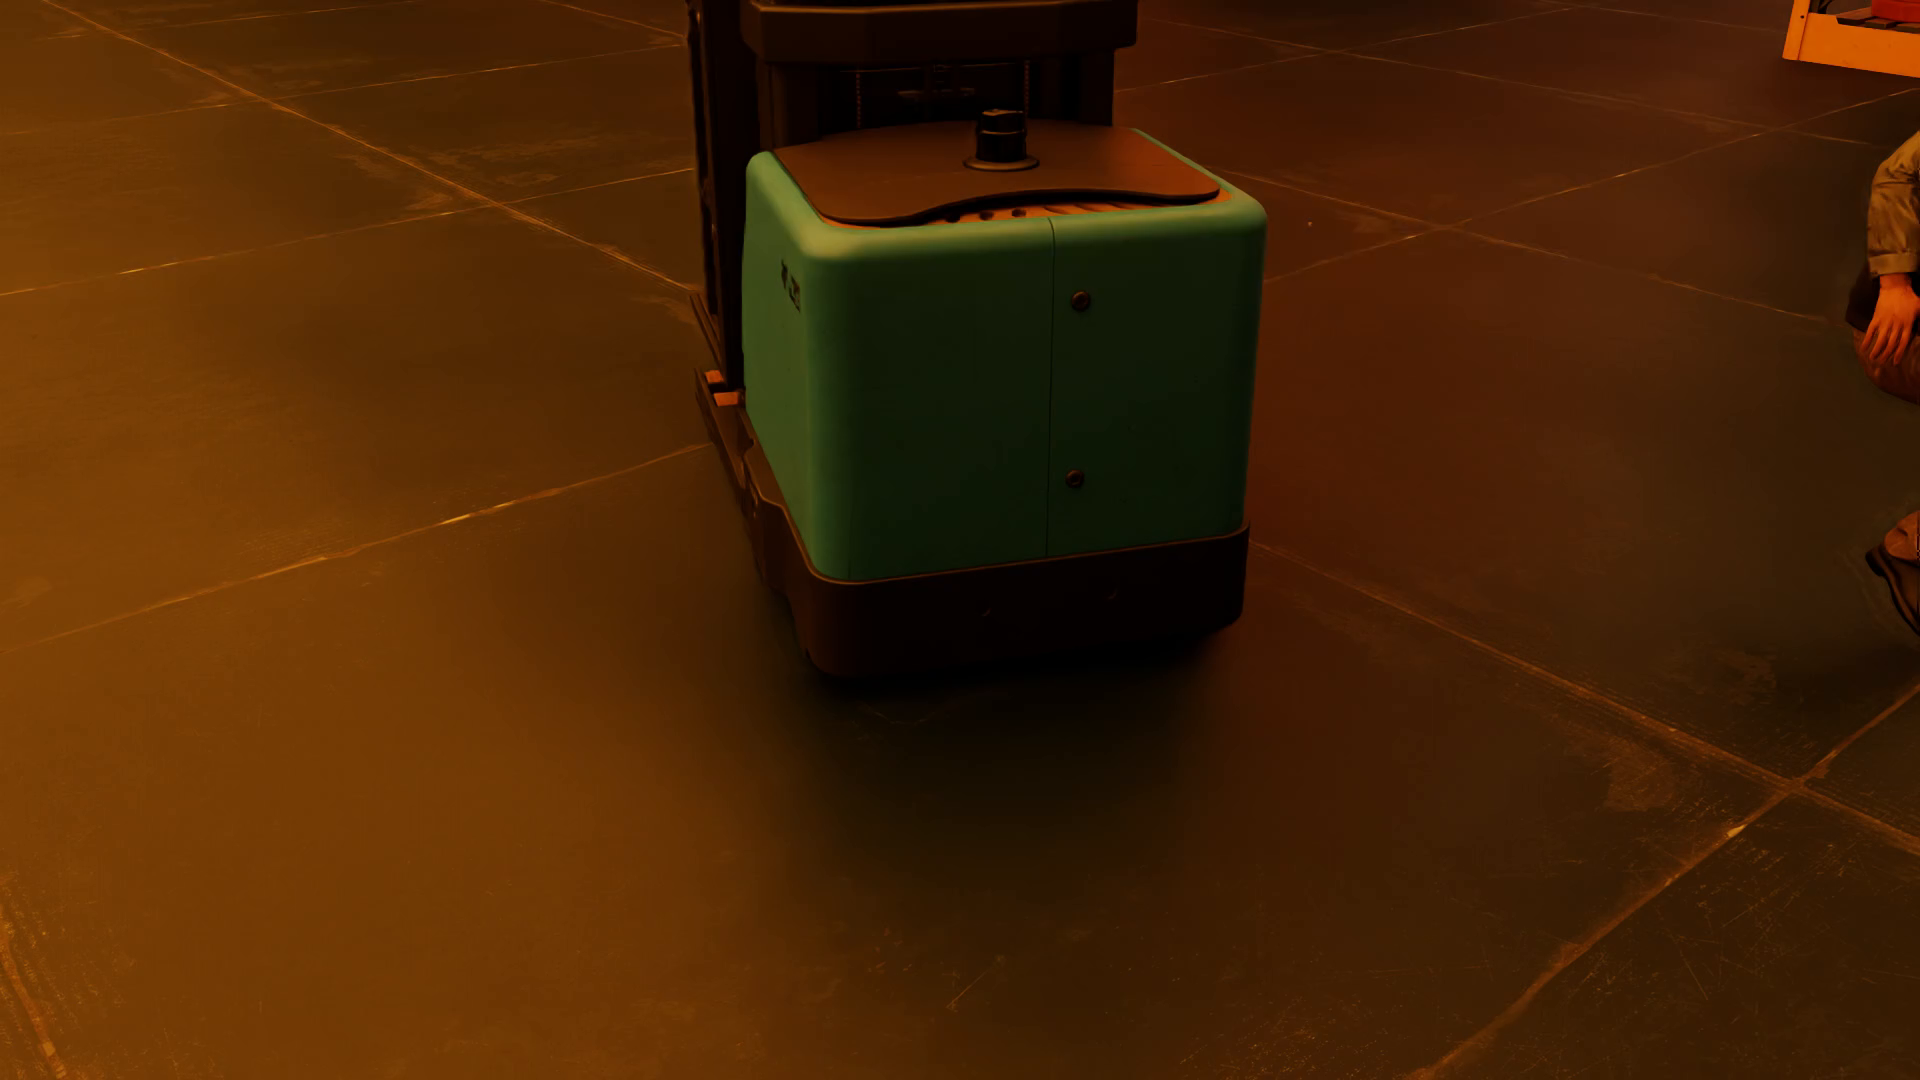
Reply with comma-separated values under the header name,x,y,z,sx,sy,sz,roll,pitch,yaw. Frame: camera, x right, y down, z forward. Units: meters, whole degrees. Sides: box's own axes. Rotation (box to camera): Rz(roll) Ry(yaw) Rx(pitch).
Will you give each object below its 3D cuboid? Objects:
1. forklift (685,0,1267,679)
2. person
name,x,y,z,sx,sy,sz,roll,pitch,yaw
forklift,-0.208,-1.638,4.505,1.130,2.935,3.031,-7,27,-14
person,2.460,-0.473,3.855,0.775,1.496,0.667,-13,29,-24
